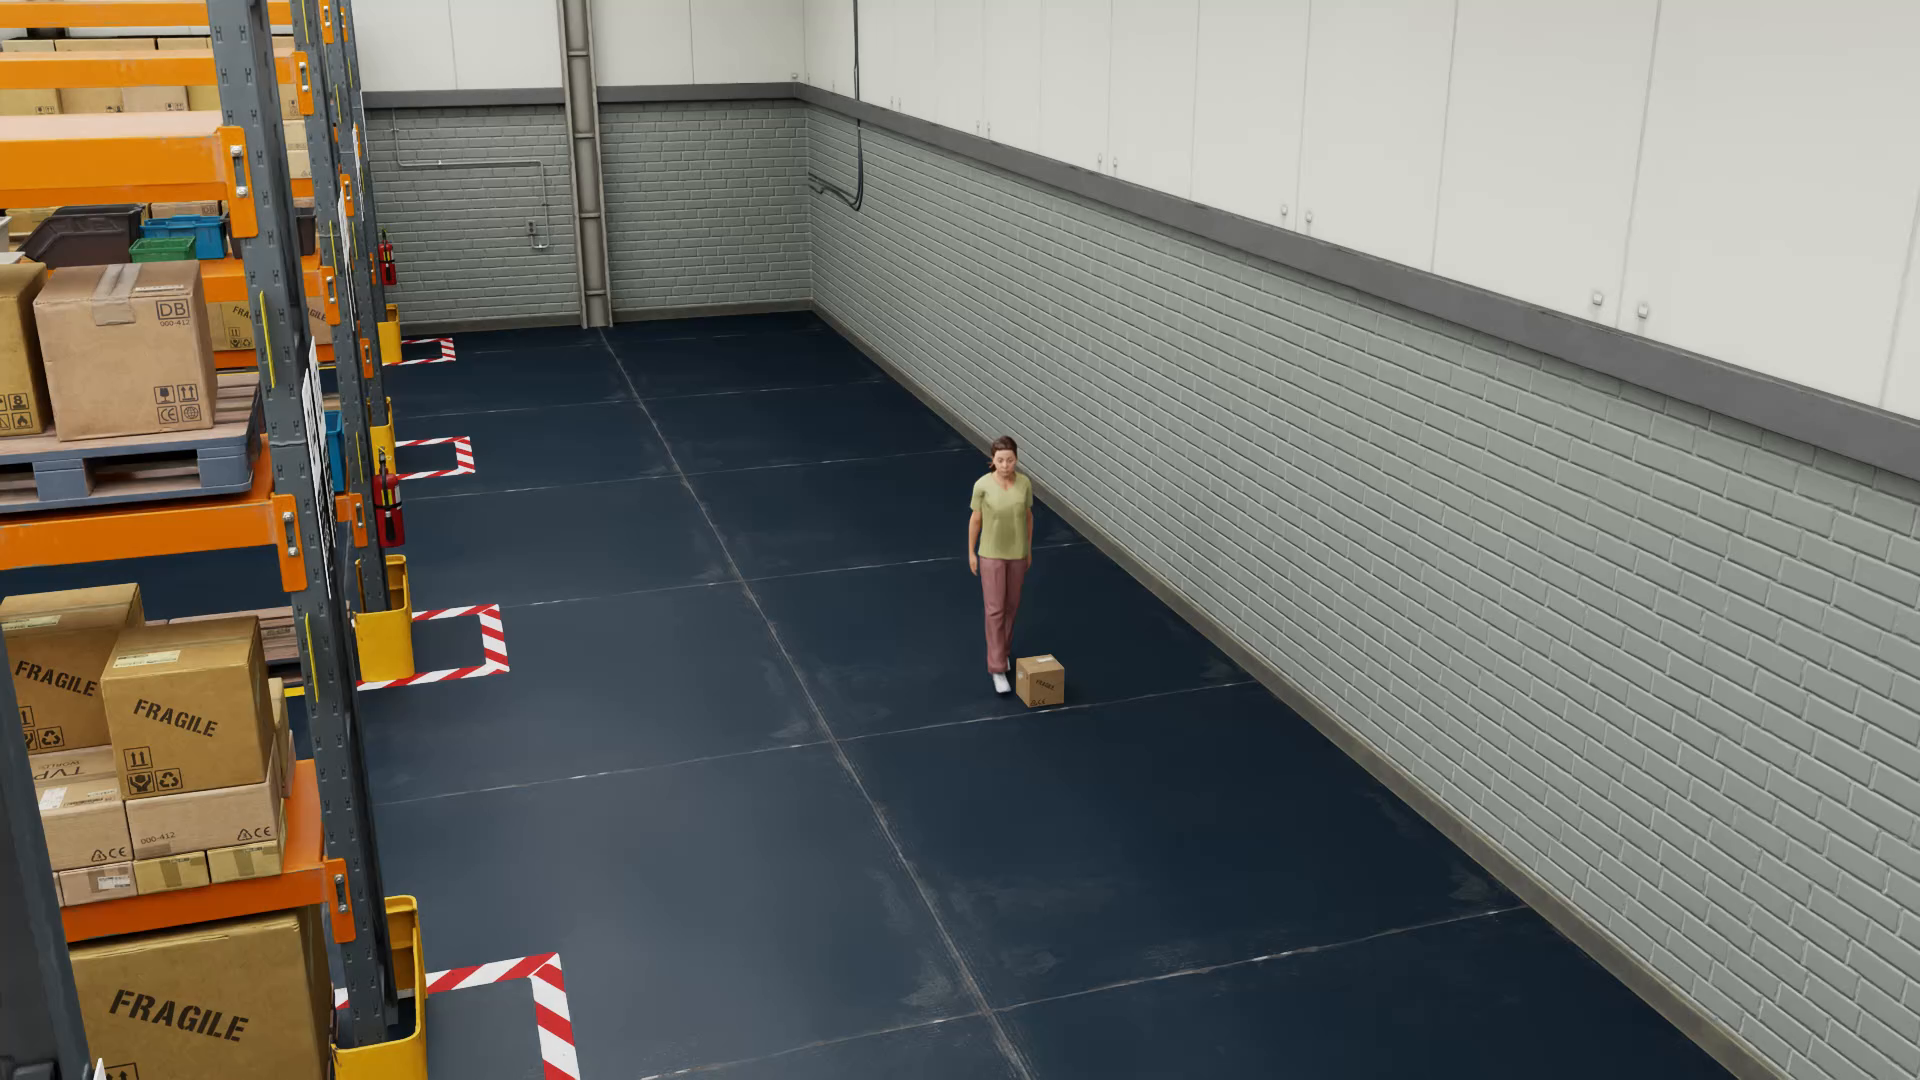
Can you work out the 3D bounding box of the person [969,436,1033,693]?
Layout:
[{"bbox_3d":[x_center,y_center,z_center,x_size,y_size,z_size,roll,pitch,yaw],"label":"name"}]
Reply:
[{"bbox_3d":[0.331,0.147,11.122,0.461,1.667,0.686,-6,20,-16],"label":"person"}]
